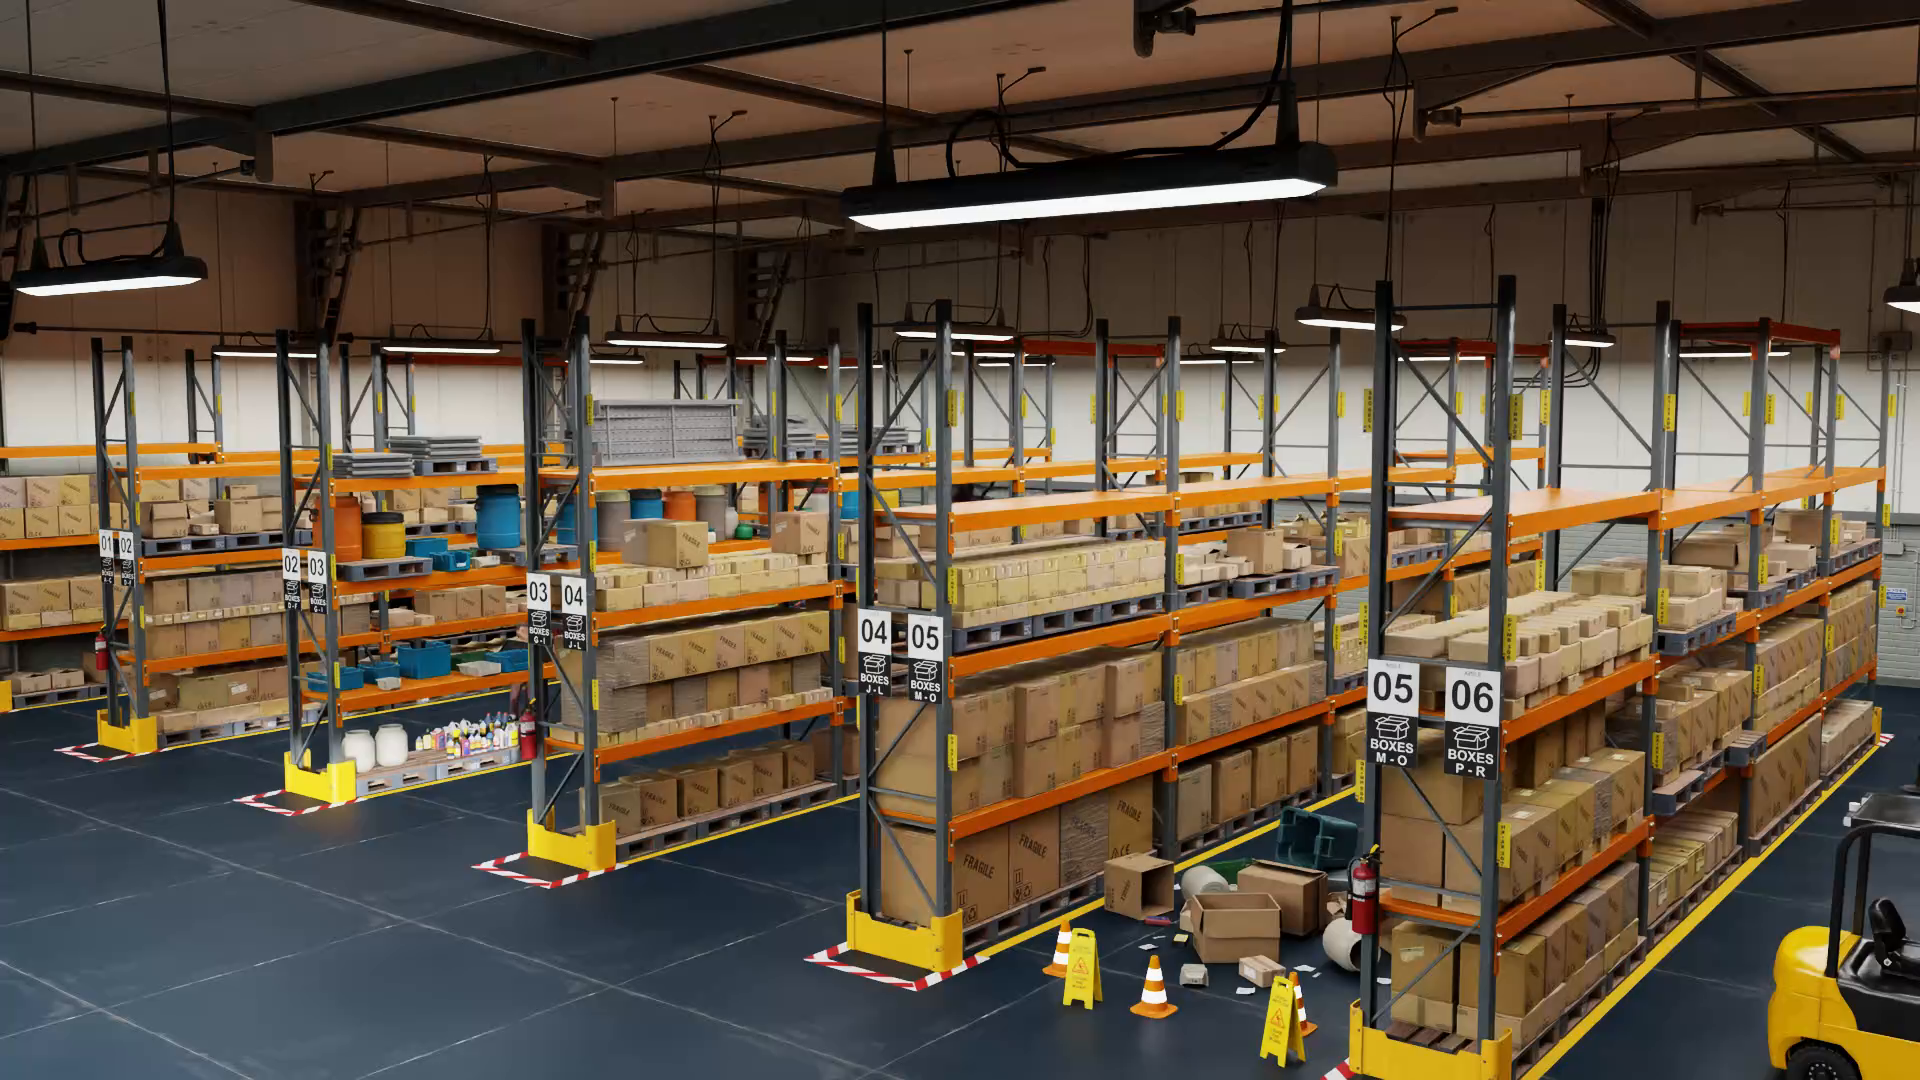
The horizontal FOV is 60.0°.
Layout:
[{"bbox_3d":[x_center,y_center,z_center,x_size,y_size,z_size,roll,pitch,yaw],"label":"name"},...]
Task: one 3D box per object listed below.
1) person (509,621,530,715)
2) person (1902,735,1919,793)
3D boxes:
[{"bbox_3d":[-6.769,2.126,25.745,0.504,1.727,0.425,-2,5,-17],"label":"person"},{"bbox_3d":[12.671,2.502,21.627,0.629,1.584,0.517,-3,6,-35],"label":"person"}]
